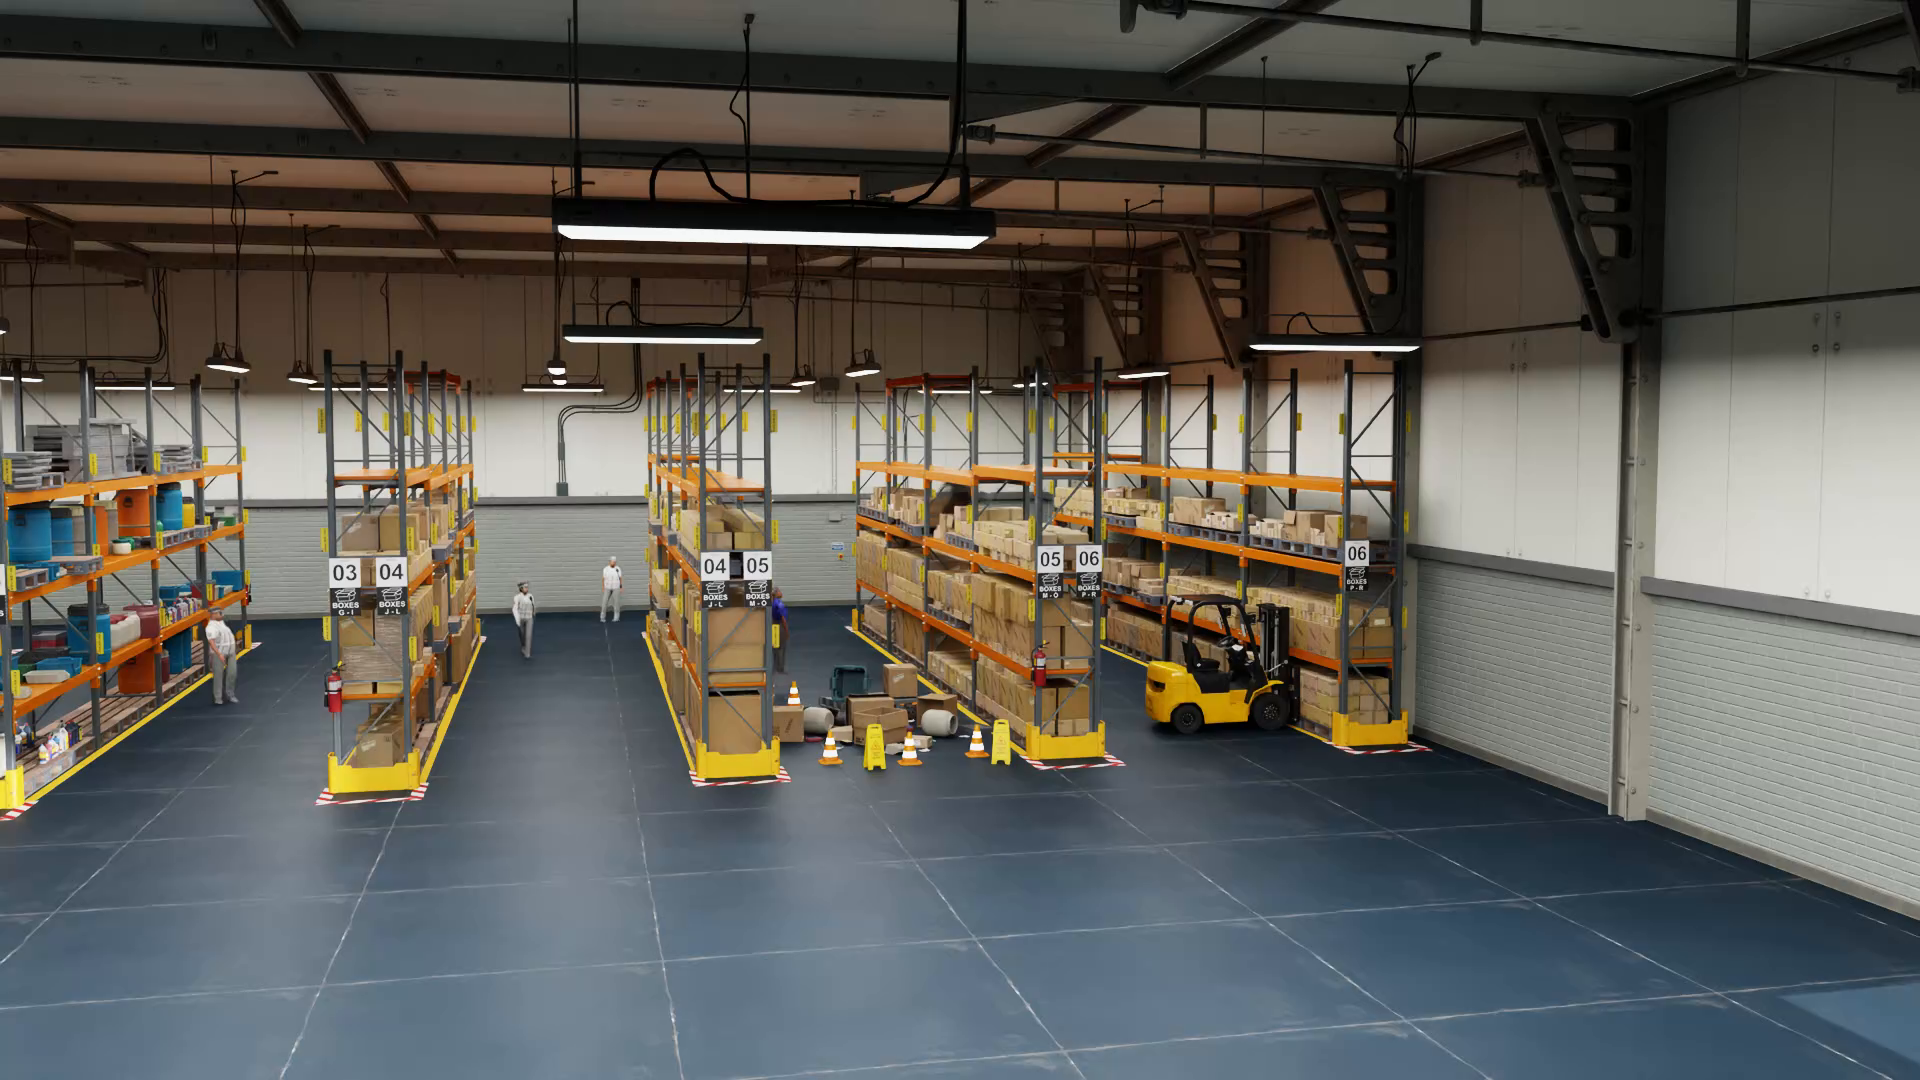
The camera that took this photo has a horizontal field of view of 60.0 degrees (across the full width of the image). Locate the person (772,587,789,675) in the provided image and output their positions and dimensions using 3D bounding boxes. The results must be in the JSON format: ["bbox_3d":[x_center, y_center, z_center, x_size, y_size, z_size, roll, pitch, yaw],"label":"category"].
[{"bbox_3d":[-3.410,1.724,31.315,0.487,1.699,0.350,3,5,35],"label":"person"}]

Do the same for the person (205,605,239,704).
[{"bbox_3d":[-13.225,2.073,29.834,0.611,1.802,0.595,3,5,35],"label":"person"}]

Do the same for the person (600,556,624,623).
[{"bbox_3d":[-8.840,1.252,42.217,0.602,1.675,0.446,0,4,-3],"label":"person"}]

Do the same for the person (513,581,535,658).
[{"bbox_3d":[-9.364,1.685,35.720,0.447,1.625,0.948,-1,4,-8],"label":"person"}]
